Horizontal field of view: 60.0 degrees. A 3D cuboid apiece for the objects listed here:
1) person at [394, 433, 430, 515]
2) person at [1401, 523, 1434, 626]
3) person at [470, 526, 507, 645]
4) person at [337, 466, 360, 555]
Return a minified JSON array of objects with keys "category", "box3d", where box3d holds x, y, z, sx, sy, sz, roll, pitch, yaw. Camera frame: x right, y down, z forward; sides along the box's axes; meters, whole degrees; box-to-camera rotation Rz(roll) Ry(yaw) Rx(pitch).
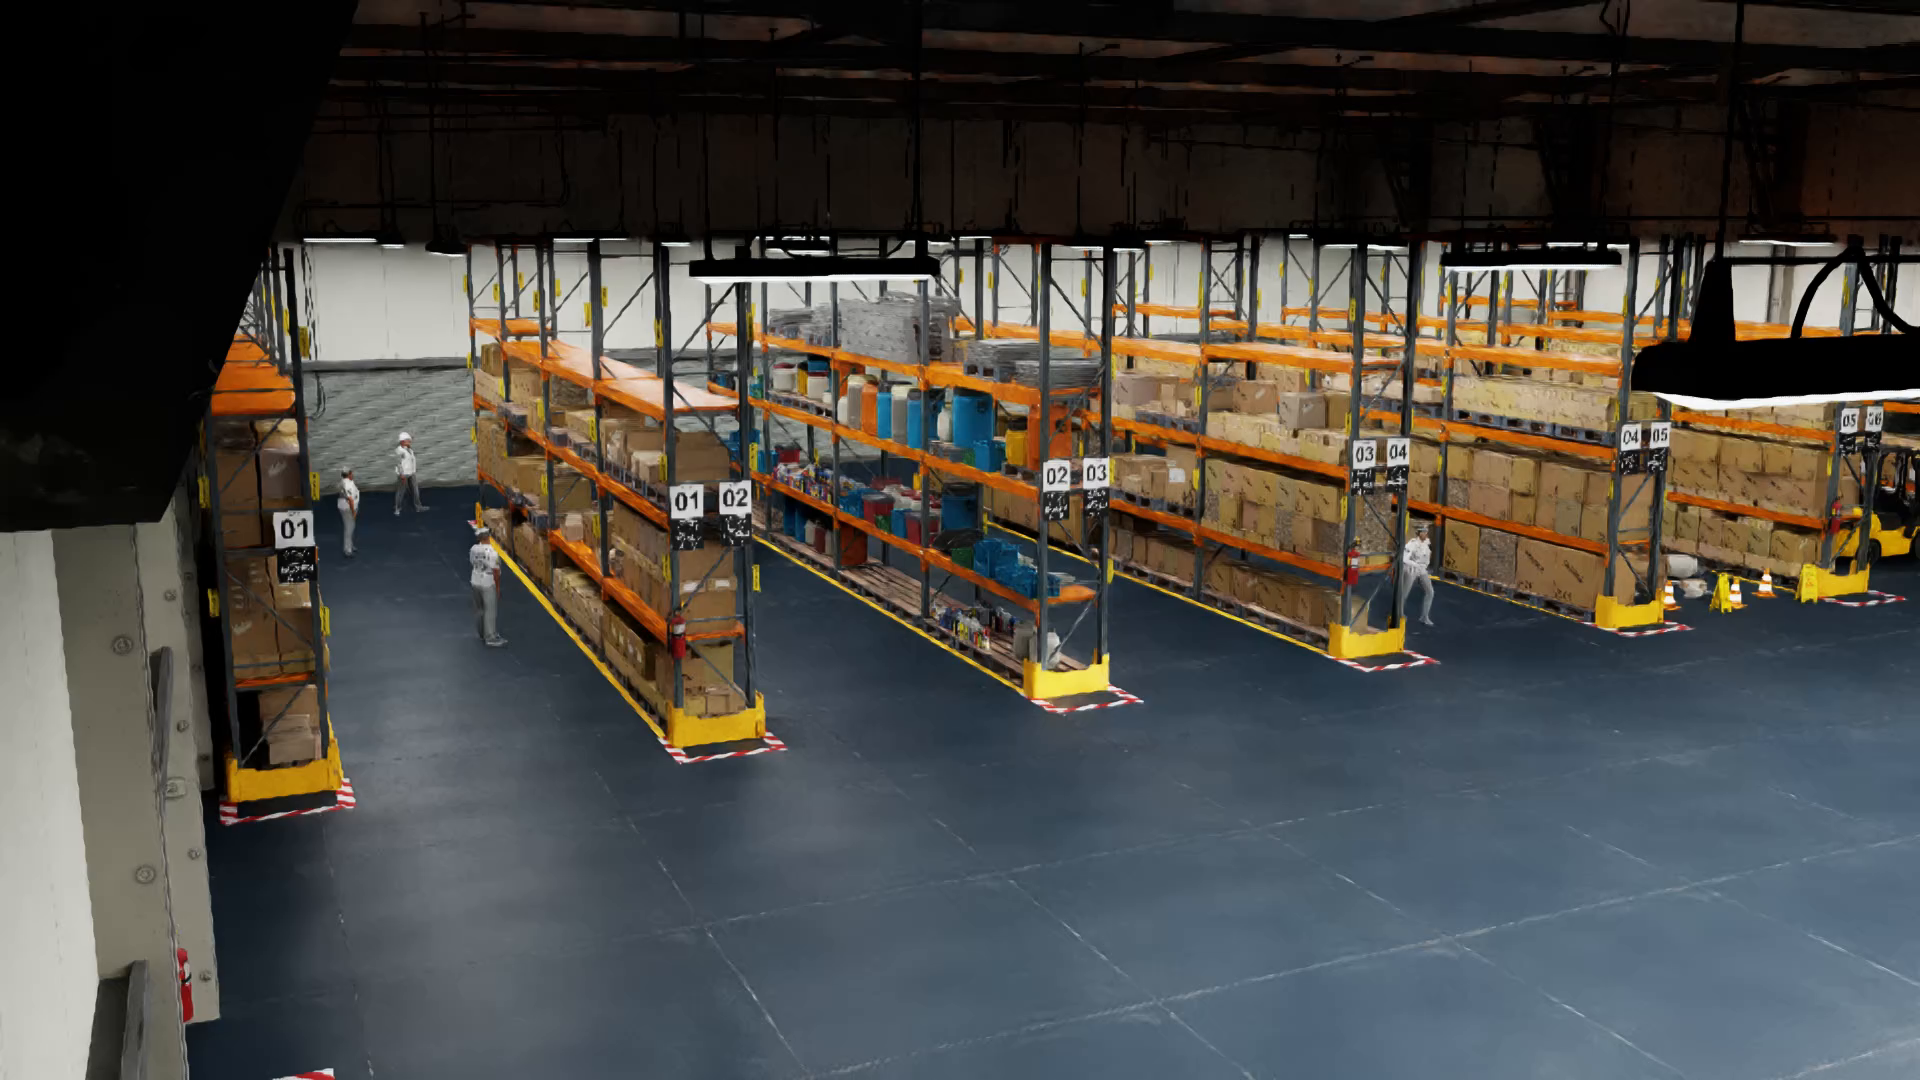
[{"category":"person","box3d":[-11.908,-1.441,35.855,0.564,1.765,0.737,3,11,13]},{"category":"person","box3d":[7.222,0.507,26.269,0.637,1.621,0.790,-4,12,-18]},{"category":"person","box3d":[-7.081,0.674,24.982,0.593,1.759,0.476,8,13,34]},{"category":"person","box3d":[-11.643,-0.580,31.674,0.392,1.674,0.635,-7,13,-30]}]
